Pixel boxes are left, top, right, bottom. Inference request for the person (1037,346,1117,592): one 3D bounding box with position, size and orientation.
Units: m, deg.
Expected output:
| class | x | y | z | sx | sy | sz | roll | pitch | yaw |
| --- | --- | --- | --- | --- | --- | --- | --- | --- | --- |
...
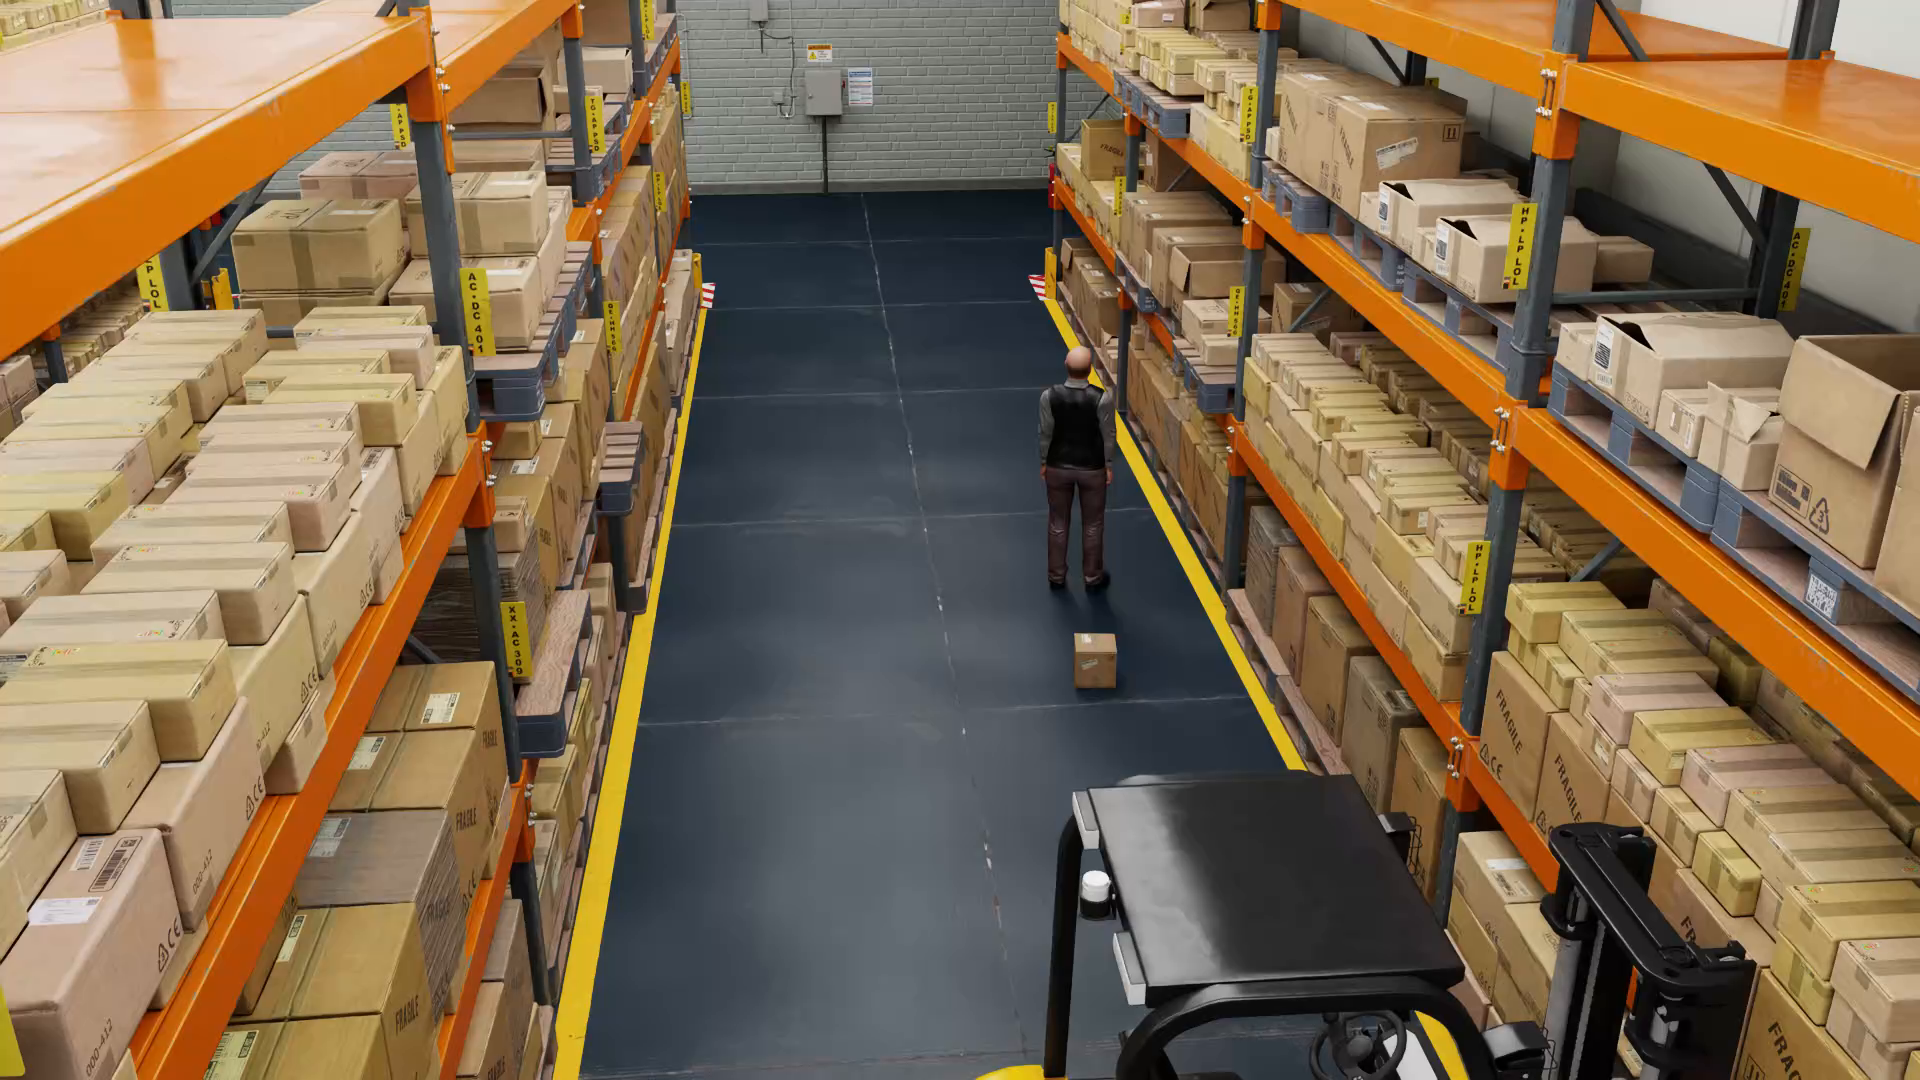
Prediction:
| class | x | y | z | sx | sy | sz | roll | pitch | yaw |
| --- | --- | --- | --- | --- | --- | --- | --- | --- | --- |
| person | 0.789 | -0.482 | 11.233 | 0.530 | 1.725 | 0.355 | 5 | 24 | 10 |
